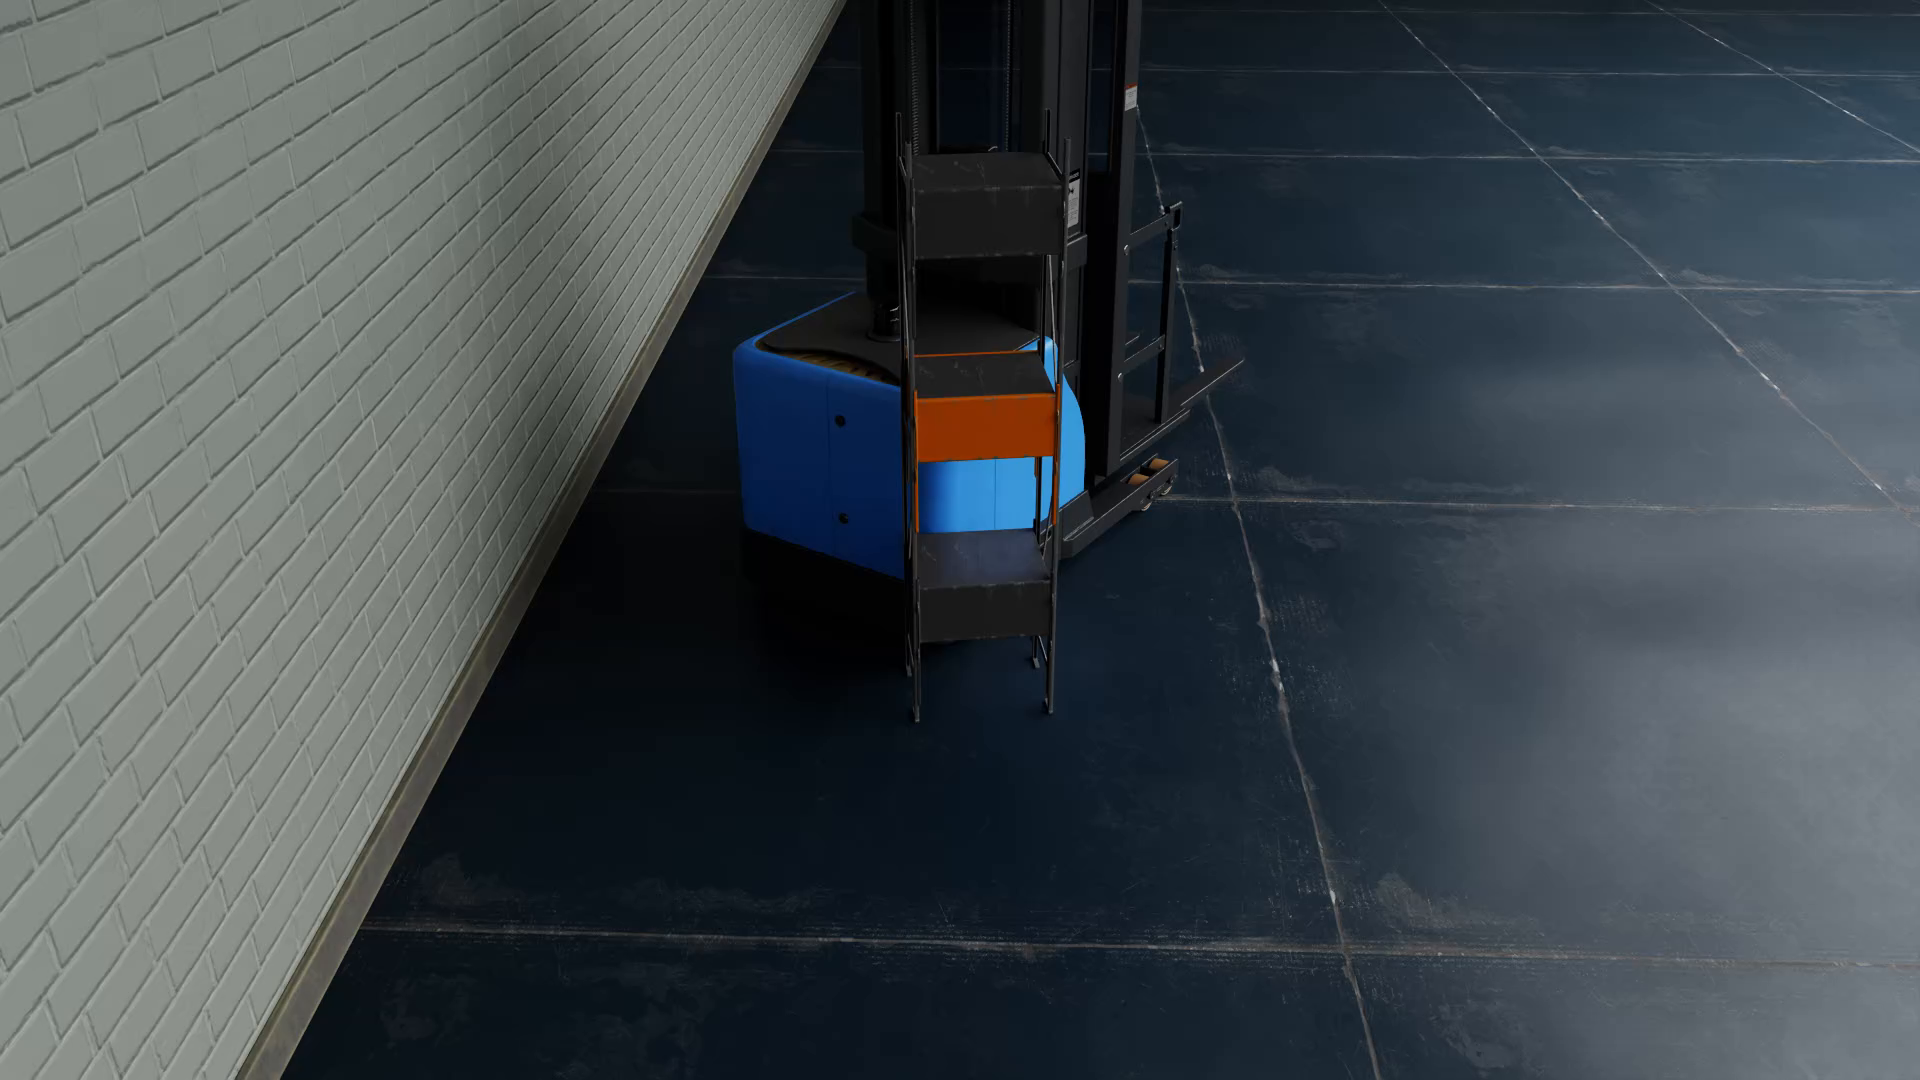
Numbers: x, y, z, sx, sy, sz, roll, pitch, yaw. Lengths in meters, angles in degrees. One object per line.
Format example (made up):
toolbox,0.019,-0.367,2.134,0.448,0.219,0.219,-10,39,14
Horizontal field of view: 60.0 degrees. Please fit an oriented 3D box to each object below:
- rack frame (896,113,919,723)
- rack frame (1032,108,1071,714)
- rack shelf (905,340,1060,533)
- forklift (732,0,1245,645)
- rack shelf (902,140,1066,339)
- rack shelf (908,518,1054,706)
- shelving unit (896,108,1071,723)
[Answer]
rack frame,-0.178,-0.360,5.687,0.015,2.100,0.400,-3,28,-6
rack frame,0.307,-0.386,5.737,0.015,2.100,0.400,-3,28,-6
rack shelf,0.065,-0.361,5.718,0.480,0.518,0.431,-3,28,-6
forklift,0.346,-1.537,7.020,1.130,2.935,3.031,17,33,29
rack shelf,0.065,-0.979,5.390,0.480,0.518,0.431,-3,28,-6
rack shelf,0.065,0.258,6.046,0.480,0.518,0.431,-3,28,-6
shelving unit,0.065,-0.373,5.712,0.503,2.100,0.431,-3,28,-6
